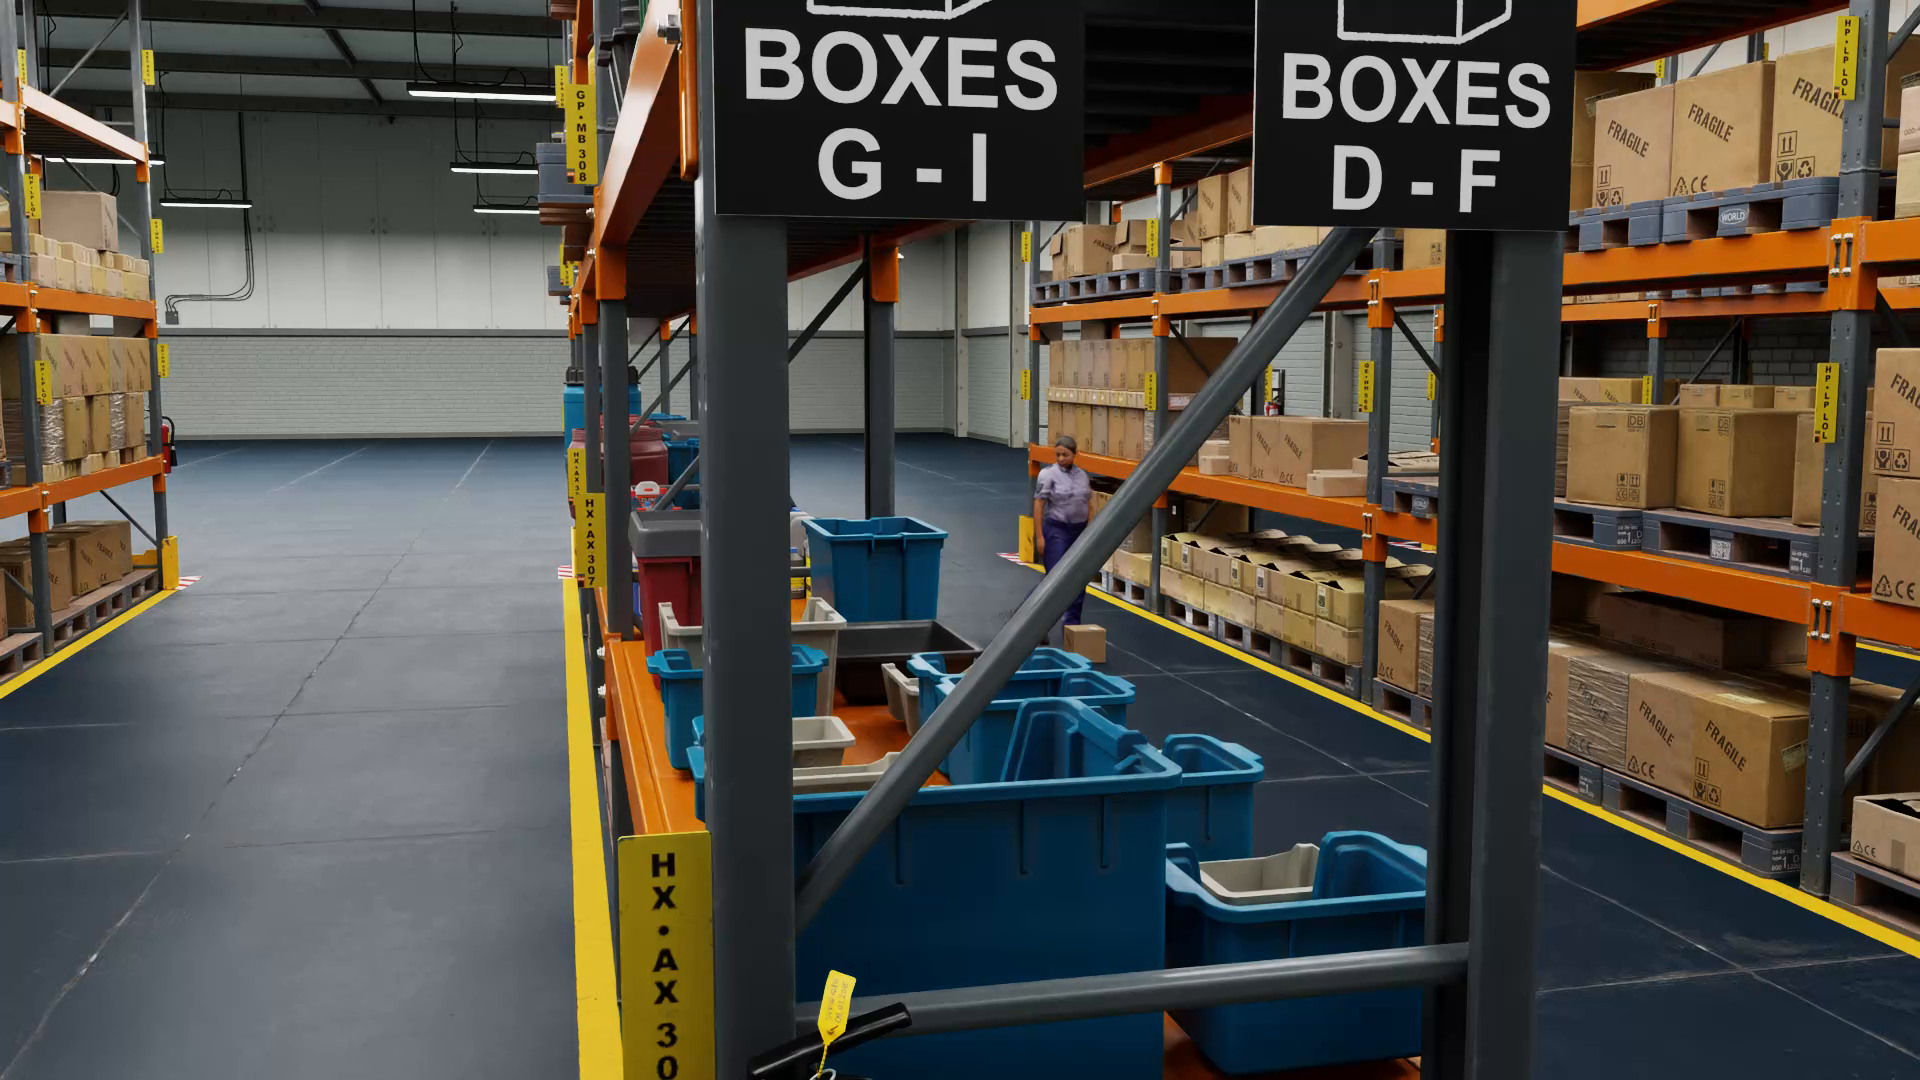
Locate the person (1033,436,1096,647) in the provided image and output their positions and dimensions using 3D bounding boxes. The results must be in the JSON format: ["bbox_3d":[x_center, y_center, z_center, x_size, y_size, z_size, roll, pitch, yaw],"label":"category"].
[{"bbox_3d":[0.821,0.008,13.015,0.542,1.649,0.436,-5,8,-41],"label":"person"}]
